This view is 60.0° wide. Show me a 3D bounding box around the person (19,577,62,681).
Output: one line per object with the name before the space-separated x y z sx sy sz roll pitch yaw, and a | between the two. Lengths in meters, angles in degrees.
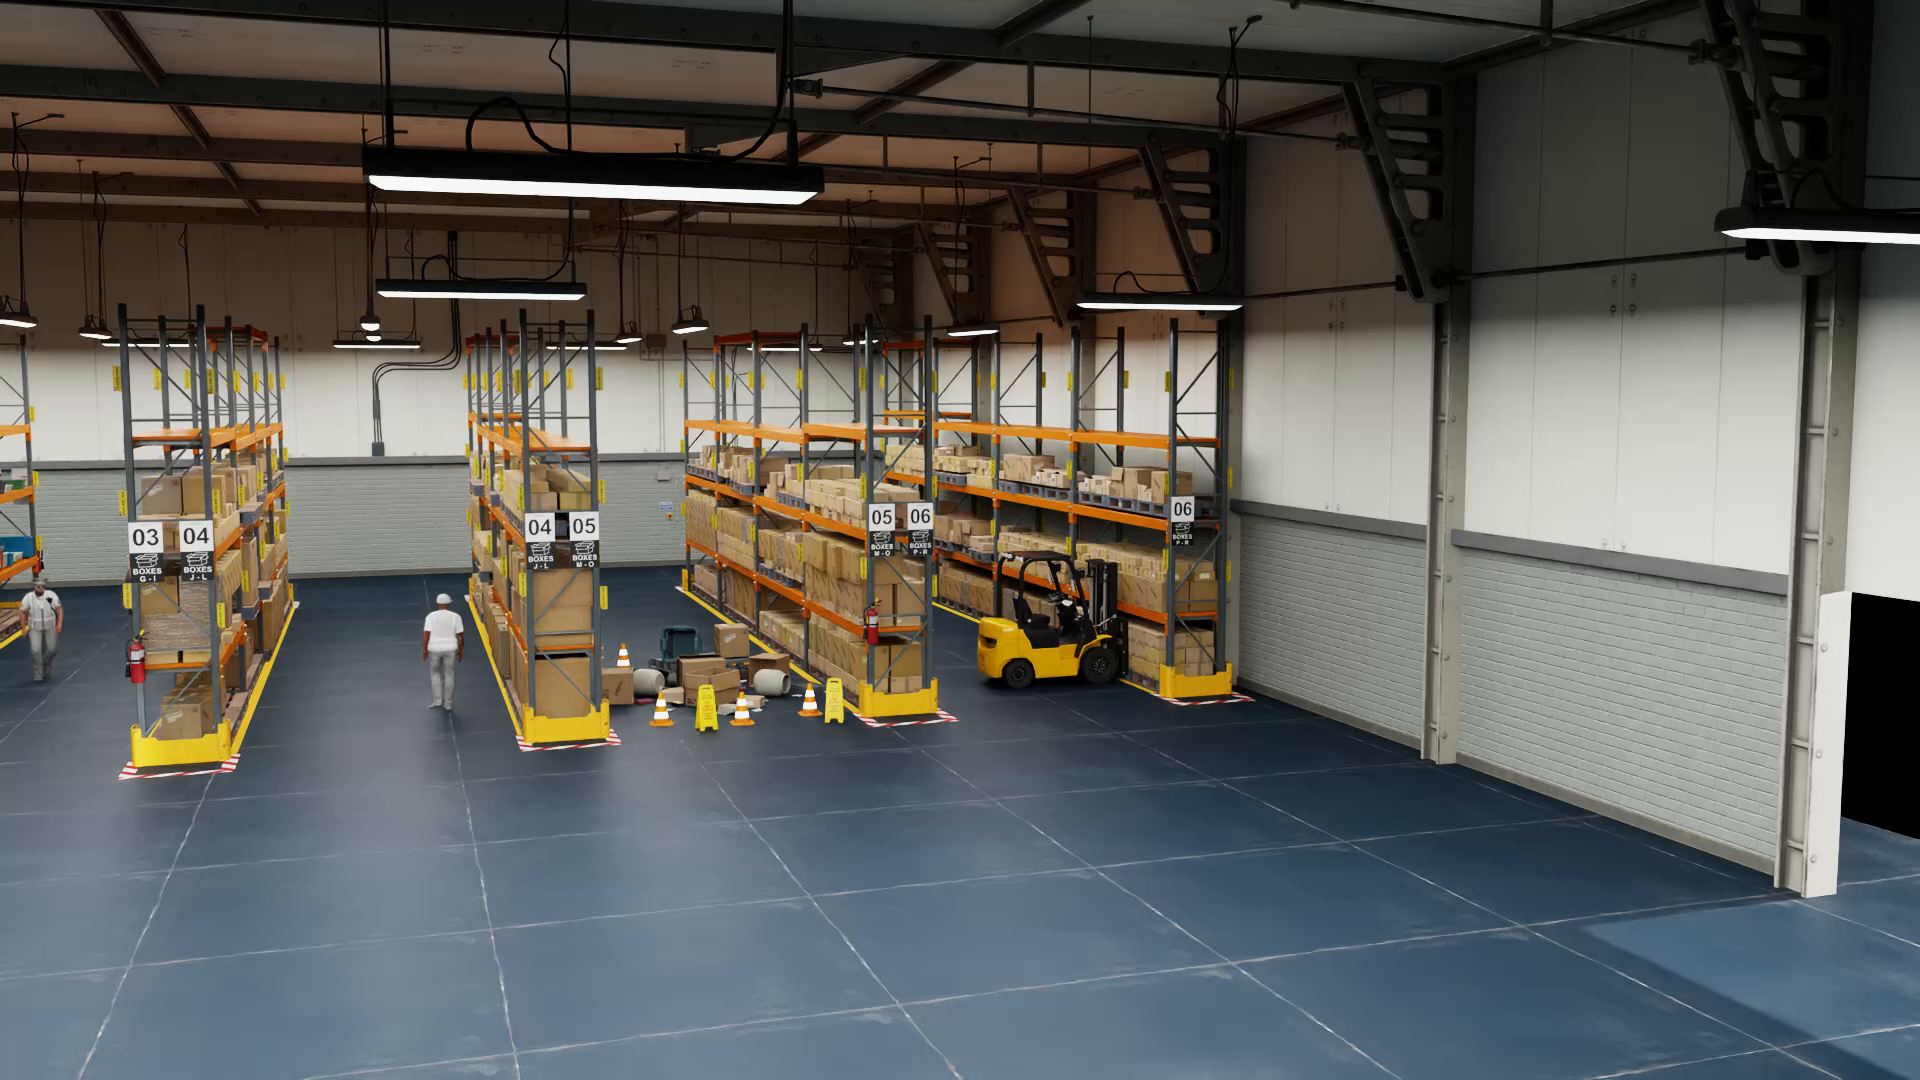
person | -15.555 1.479 28.162 0.635 1.742 0.598 -3 6 -32

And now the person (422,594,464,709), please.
person | -7.926 1.735 25.501 0.628 1.805 0.602 -3 6 -25

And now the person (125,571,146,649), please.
person | -15.335 1.183 31.196 0.562 1.705 1.037 -3 6 -32
